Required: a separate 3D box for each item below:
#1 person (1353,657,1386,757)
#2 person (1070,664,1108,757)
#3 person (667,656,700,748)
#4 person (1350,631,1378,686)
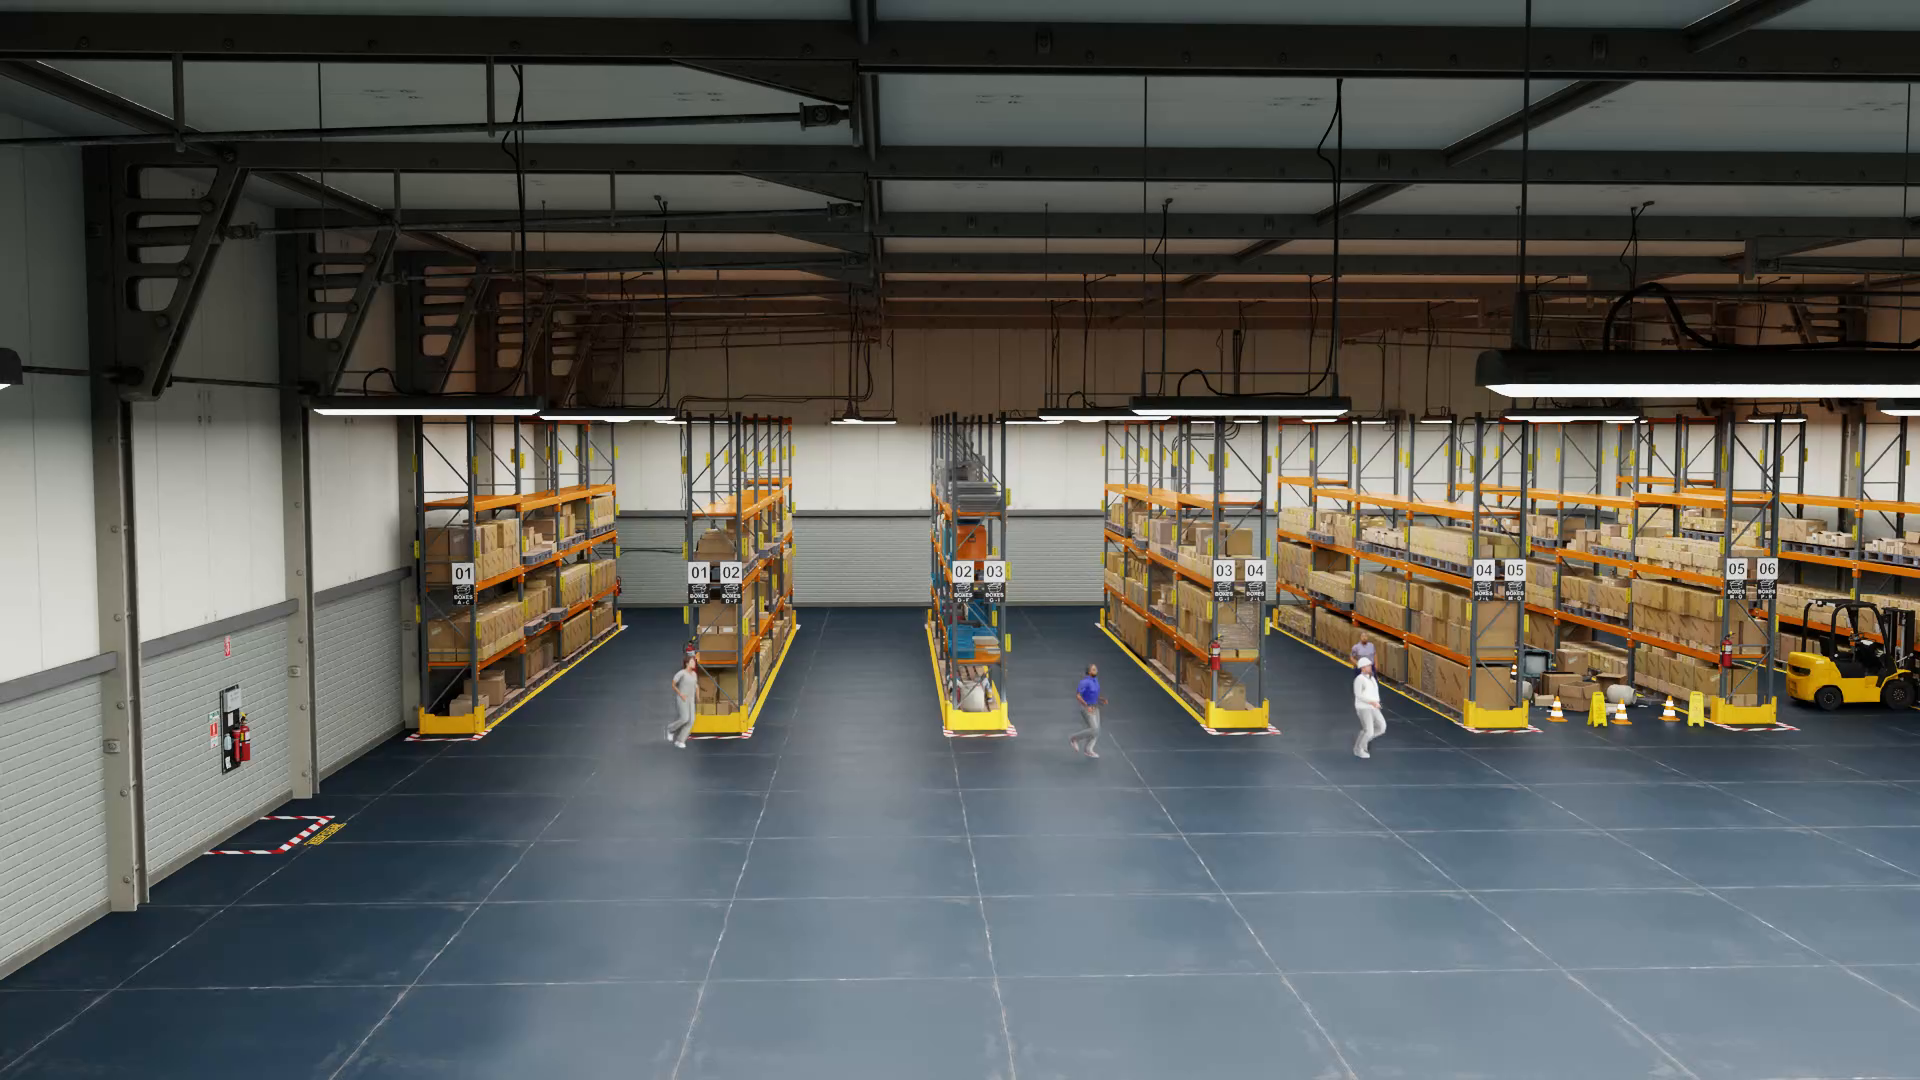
[{"bbox_3d":[7.085,2.897,28.800,0.542,1.729,0.672,3,5,40],"label":"person"},{"bbox_3d":[2.258,2.956,28.935,0.598,1.629,0.572,2,5,32],"label":"person"},{"bbox_3d":[-4.947,2.893,29.959,0.572,1.619,0.627,3,5,38],"label":"person"},{"bbox_3d":[8.164,2.646,33.470,0.617,1.609,0.527,-1,4,-9],"label":"person"}]
